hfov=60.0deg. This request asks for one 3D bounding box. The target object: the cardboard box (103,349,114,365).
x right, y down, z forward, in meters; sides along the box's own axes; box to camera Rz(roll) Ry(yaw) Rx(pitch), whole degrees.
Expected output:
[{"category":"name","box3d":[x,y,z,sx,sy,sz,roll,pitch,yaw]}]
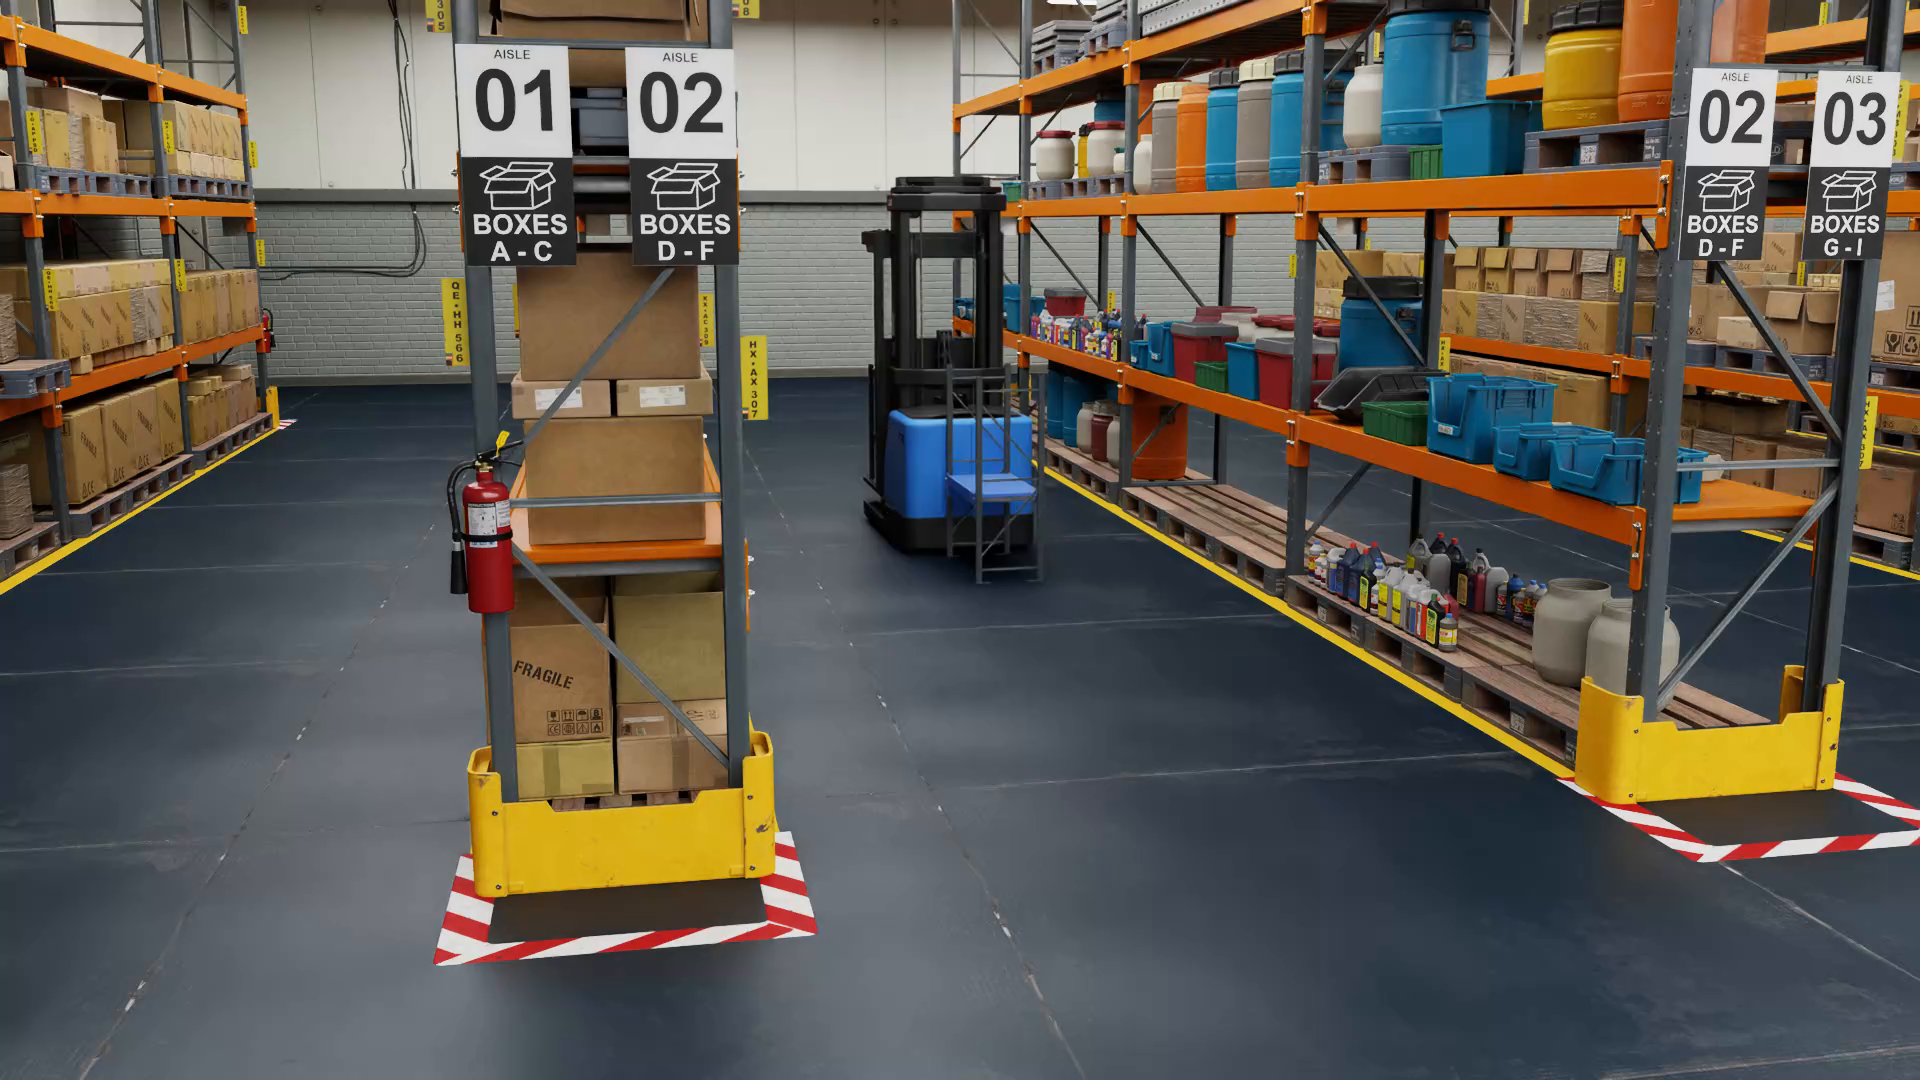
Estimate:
[{"category":"cardboard box","box3d":[-7.904,-1.669,15.059,0.380,0.149,0.250,-2,11,-11]}]

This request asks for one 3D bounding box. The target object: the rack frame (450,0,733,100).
[{"category":"rack frame","box3d":[-1.344,-3.093,5.880,1.000,3.000,0.127,-2,11,-11]}]

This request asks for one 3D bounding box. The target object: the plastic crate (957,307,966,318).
[{"category":"plastic crate","box3d":[0.110,-3.041,22.195,0.250,0.136,0.298,-2,11,-11]}]

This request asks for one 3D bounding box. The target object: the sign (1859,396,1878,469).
[{"category":"sign","box3d":[4.056,-0.481,7.459,0.100,0.325,0.005,-2,11,-11]}]

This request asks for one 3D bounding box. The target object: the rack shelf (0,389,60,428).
[{"category":"rack shelf","box3d":[-7.369,-0.712,11.340,1.077,0.370,4.000,-2,11,-11]}]

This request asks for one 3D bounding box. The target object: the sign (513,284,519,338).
[{"category":"sign","box3d":[-2.652,-1.388,10.081,0.100,0.325,0.005,-2,11,-11]}]

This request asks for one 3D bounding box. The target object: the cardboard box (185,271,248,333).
[{"category":"cardboard box","box3d":[-9.053,-2.821,19.692,0.980,0.700,0.700,-2,11,-11]}]

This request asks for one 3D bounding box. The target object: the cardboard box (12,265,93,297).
[{"category":"cardboard box","box3d":[-7.699,-2.197,14.095,0.500,0.250,0.500,-2,11,-12]}]

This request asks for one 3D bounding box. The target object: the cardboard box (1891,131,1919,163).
[{"category":"cardboard box","box3d":[7.315,-3.022,12.764,0.396,0.266,0.258,-2,11,-9]}]

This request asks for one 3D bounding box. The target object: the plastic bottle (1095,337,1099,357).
[{"category":"plastic bottle","box3d":[1.356,-1.871,16.038,0.097,0.201,0.097,0,11,0]}]

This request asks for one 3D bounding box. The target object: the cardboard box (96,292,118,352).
[{"category":"cardboard box","box3d":[-7.790,-1.923,14.662,0.500,0.500,0.500,-2,11,-11]}]

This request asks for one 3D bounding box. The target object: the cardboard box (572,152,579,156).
[{"category":"cardboard box","box3d":[-2.342,-2.700,11.114,0.500,0.250,0.500,-3,11,-17]}]

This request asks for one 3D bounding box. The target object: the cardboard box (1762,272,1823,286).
[{"category":"cardboard box","box3d":[10.554,-3.142,21.119,0.500,0.500,0.500,-2,11,-11]}]

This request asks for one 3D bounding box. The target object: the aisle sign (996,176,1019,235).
[{"category":"aisle sign","box3d":[0.677,-4.561,22.684,0.394,0.787,0.004,-2,11,-11]}]

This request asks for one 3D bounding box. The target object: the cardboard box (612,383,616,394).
[{"category":"cardboard box","box3d":[-1.620,-0.469,7.869,0.700,0.500,0.500,-2,11,-11]}]

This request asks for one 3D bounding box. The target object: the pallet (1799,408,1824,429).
[{"category":"pallet","box3d":[10.760,-1.620,21.645,1.003,0.211,1.213,-2,11,-11]}]

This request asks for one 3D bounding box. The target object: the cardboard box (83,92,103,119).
[{"category":"cardboard box","box3d":[-8.494,-4.107,15.780,0.500,0.250,0.500,-1,11,-7]}]

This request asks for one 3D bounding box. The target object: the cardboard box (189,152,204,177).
[{"category":"cardboard box","box3d":[-8.497,-4.052,17.949,0.500,0.250,0.500,-2,11,-12]}]

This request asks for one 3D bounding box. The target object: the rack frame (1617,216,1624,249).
[{"category":"rack frame","box3d":[10.147,-3.602,24.598,1.000,3.000,0.127,-2,11,-11]}]

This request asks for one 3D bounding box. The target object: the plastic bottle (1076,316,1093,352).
[{"category":"plastic bottle","box3d":[1.250,-2.067,16.668,0.144,0.351,0.185,-2,11,-11]}]

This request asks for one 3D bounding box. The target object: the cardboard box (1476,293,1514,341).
[{"category":"cardboard box","box3d":[6.080,-2.478,18.426,0.500,0.500,0.500,-2,11,-12]}]

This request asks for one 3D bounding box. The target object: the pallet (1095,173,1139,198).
[{"category":"pallet","box3d":[1.907,-3.317,15.586,1.003,0.211,1.213,-2,11,-11]}]

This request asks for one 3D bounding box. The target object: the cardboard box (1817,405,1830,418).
[{"category":"cardboard box","box3d":[10.809,-1.701,20.175,0.500,0.500,0.500,-2,11,-9]}]

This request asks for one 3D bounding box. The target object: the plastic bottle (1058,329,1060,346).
[{"category":"plastic bottle","box3d":[1.074,-2.138,17.438,0.097,0.201,0.097,0,11,0]}]

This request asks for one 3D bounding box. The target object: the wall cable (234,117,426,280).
[{"category":"wall cable","box3d":[-10.064,-5.372,26.156,3.097,2.526,0.112,-2,11,-11]}]

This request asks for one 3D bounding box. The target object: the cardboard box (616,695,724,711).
[{"category":"cardboard box","box3d":[-1.331,0.800,7.699,0.500,0.250,0.500,-2,11,-11]}]

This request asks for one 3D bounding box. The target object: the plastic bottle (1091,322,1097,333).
[{"category":"plastic bottle","box3d":[1.346,-2.043,16.719,0.061,0.283,0.133,-2,11,-11]}]

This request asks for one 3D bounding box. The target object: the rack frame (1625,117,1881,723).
[{"category":"rack frame","box3d":[3.516,-0.325,7.384,1.000,3.000,0.127,-2,11,-11]}]

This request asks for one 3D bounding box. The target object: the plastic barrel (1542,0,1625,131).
[{"category":"plastic barrel","box3d":[3.169,-2.302,8.121,0.600,0.588,0.600,0,11,0]}]

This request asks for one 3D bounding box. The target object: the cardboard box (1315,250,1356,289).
[{"category":"cardboard box","box3d":[5.188,-3.691,22.668,0.500,0.500,0.500,-2,11,-12]}]

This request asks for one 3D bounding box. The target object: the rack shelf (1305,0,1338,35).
[{"category":"rack shelf","box3d":[3.127,-3.089,8.855,1.077,0.370,4.000,-2,11,-11]}]

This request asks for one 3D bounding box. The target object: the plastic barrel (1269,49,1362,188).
[{"category":"plastic barrel","box3d":[2.426,-2.864,11.359,0.600,0.901,0.708,-2,11,-11]}]

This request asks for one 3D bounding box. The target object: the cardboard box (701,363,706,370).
[{"category":"cardboard box","box3d":[-1.310,-0.688,7.285,0.380,0.149,0.250,-2,11,-11]}]

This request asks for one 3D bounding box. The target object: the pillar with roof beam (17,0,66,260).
[{"category":"pillar with roof beam","box3d":[-5.298,-5.367,17.825,9.100,9.000,0.400,-2,11,-11]}]

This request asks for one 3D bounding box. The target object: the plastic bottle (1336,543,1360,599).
[{"category":"plastic bottle","box3d":[2.488,0.189,10.588,0.144,0.351,0.185,-2,11,-9]}]

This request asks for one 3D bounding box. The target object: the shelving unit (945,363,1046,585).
[{"category":"shelving unit","box3d":[0.251,-0.520,12.415,0.538,1.500,1.048,-2,11,-12]}]

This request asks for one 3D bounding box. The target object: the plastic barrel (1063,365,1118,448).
[{"category":"plastic barrel","box3d":[1.409,-1.471,17.894,0.600,0.901,0.708,-2,11,-11]}]

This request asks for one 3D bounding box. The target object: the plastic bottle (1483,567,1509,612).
[{"category":"plastic bottle","box3d":[3.274,0.295,10.233,0.152,0.276,0.135,-2,11,-10]}]

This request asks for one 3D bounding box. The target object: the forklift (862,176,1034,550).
[{"category":"forklift","box3d":[-0.230,-1.593,14.229,1.130,2.935,3.031,-2,11,-12]}]

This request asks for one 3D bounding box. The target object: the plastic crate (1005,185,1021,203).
[{"category":"plastic crate","box3d":[0.803,-3.962,19.037,0.450,0.188,0.662,-2,11,-11]}]

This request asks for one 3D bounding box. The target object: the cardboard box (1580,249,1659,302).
[{"category":"cardboard box","box3d":[6.692,-2.649,16.643,0.797,0.503,0.637,-2,11,-9]}]

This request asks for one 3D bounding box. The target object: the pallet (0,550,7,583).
[{"category":"pallet","box3d":[-7.374,0.304,11.534,1.003,0.211,1.213,-2,11,-11]}]

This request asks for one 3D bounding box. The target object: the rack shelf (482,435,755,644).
[{"category":"rack shelf","box3d":[-1.733,-0.159,8.435,1.077,0.370,4.000,-2,11,-11]}]

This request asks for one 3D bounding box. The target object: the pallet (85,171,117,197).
[{"category":"pallet","box3d":[-8.156,-3.134,14.624,1.003,0.211,1.213,-2,11,-8]}]

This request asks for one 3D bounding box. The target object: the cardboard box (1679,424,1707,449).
[{"category":"cardboard box","box3d":[6.968,-0.839,15.590,0.700,0.500,0.500,-3,11,-14]}]

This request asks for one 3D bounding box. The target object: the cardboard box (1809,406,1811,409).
[{"category":"cardboard box","box3d":[11.169,-1.753,21.383,0.380,0.149,0.250,-3,11,-13]}]

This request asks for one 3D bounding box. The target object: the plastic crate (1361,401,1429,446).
[{"category":"plastic crate","box3d":[2.725,-0.696,9.896,0.450,0.188,0.662,-2,11,-11]}]

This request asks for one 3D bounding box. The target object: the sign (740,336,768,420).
[{"category":"sign","box3d":[-0.798,-0.629,6.453,0.100,0.325,0.005,-2,11,-11]}]

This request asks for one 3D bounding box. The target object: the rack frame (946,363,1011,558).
[{"category":"rack frame","box3d":[0.144,-0.612,12.903,0.500,1.500,0.032,-2,11,-12]}]

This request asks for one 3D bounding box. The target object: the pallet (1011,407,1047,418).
[{"category":"pallet","box3d":[0.760,-1.514,21.087,1.003,0.211,1.213,-2,11,-11]}]

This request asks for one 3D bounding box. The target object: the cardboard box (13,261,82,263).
[{"category":"cardboard box","box3d":[-8.491,-2.458,15.467,0.500,0.250,0.500,-3,11,-13]}]

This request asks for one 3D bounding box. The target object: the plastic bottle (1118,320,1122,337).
[{"category":"plastic bottle","box3d":[1.697,-2.168,17.408,0.097,0.271,0.097,0,11,0]}]

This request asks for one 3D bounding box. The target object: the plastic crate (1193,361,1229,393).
[{"category":"plastic crate","box3d":[2.122,-1.264,12.882,0.450,0.188,0.662,-2,11,-11]}]

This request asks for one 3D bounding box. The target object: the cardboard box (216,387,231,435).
[{"category":"cardboard box","box3d":[-8.773,-1.472,18.969,0.700,0.500,0.500,-2,11,-10]}]
